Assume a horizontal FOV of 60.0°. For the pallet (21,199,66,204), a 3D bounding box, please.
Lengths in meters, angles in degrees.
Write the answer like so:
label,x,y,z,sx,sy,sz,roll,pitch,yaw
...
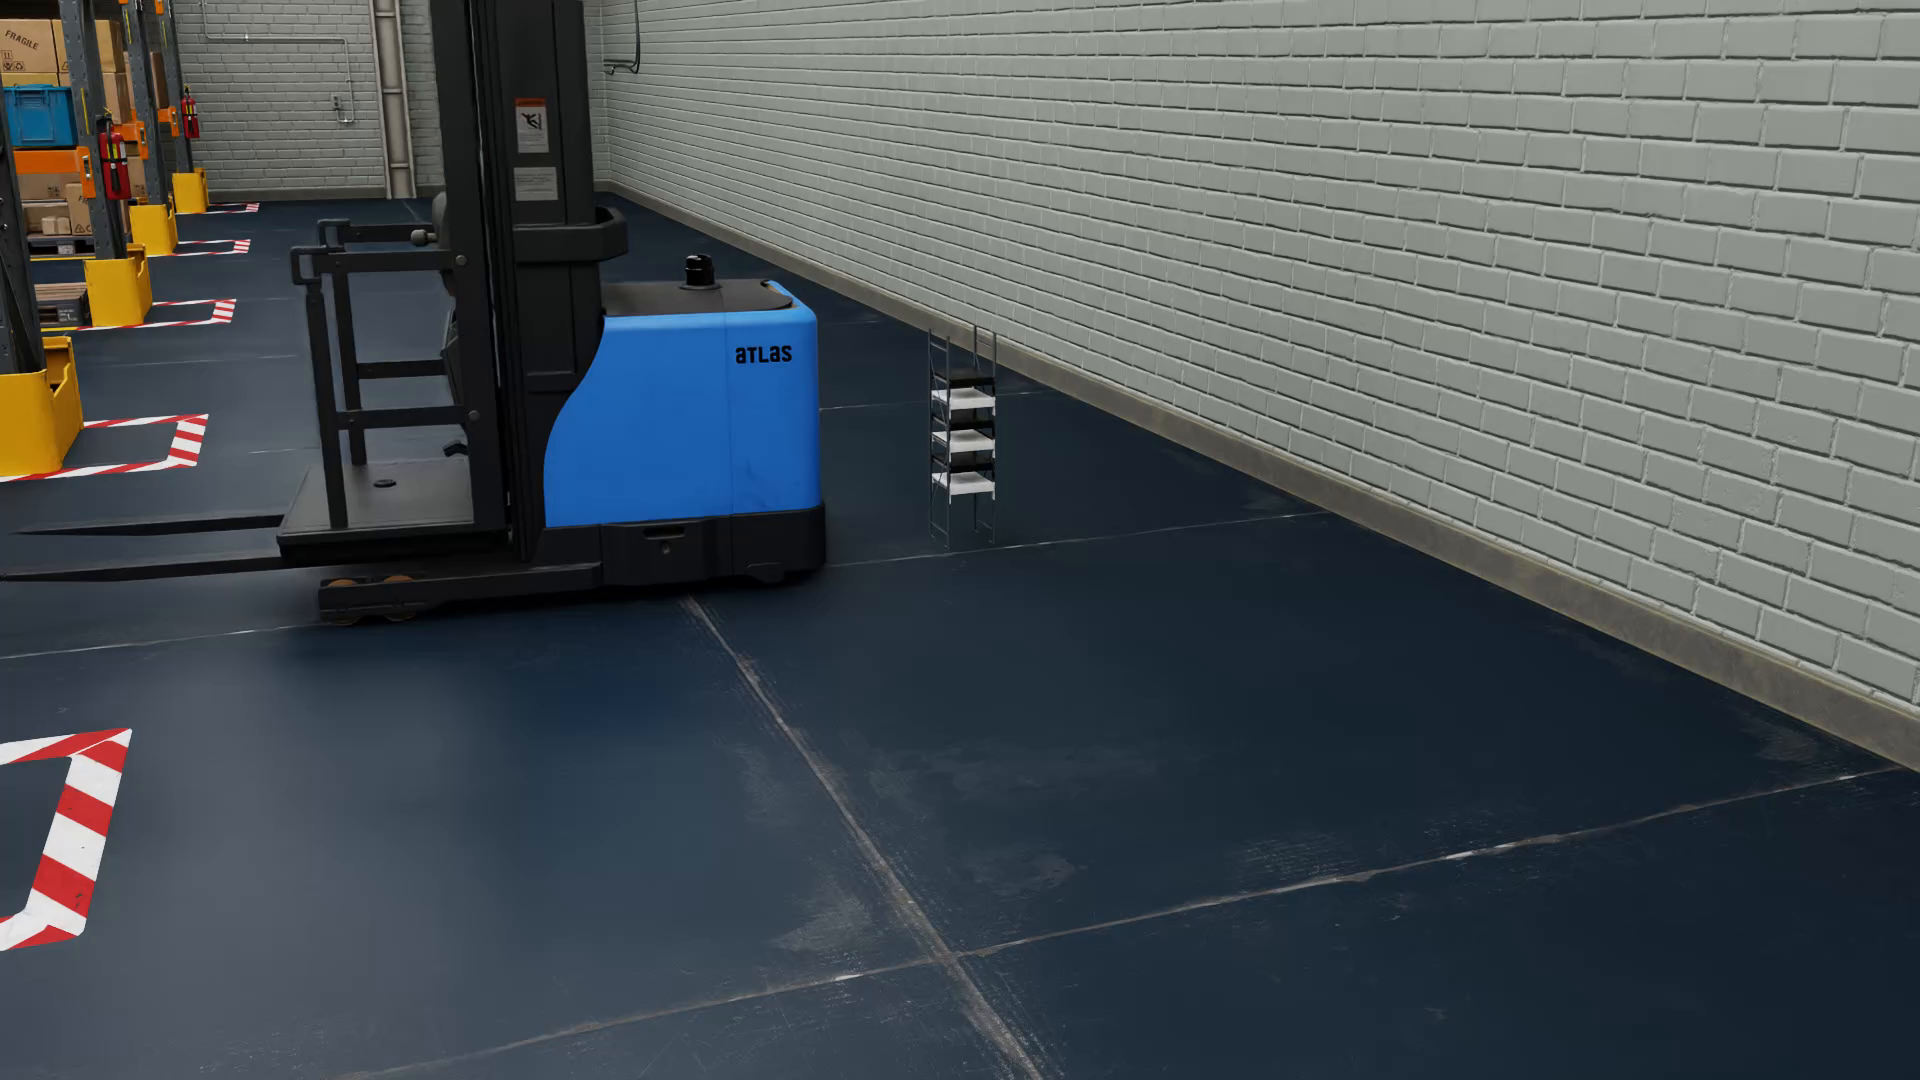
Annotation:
label,x,y,z,sx,sy,sz,roll,pitch,yaw
pallet,-12.028,-4.256,21.217,1.213,0.211,1.003,-6,17,-20

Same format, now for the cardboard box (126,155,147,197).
label,x,y,z,sx,sy,sz,roll,pitch,yaw
cardboard box,-10.790,-4.722,21.547,0.500,0.500,0.700,-6,17,-20

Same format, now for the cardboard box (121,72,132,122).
label,x,y,z,sx,sy,sz,roll,pitch,yaw
cardboard box,-8.905,-4.587,17.216,0.500,0.500,0.500,-6,17,-19

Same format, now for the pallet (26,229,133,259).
label,x,y,z,sx,sy,sz,roll,pitch,yaw
pallet,-9.211,-3.088,17.239,1.213,0.211,1.003,-6,17,-20

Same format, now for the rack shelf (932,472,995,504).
label,x,y,z,sx,sy,sz,roll,pitch,yaw
rack shelf,0.008,-0.228,7.034,0.200,0.077,0.258,-6,17,-20

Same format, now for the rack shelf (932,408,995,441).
label,x,y,z,sx,sy,sz,roll,pitch,yaw
rack shelf,0.008,-0.487,6.958,0.200,0.077,0.258,-6,17,-20

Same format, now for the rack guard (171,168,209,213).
label,x,y,z,sx,sy,sz,roll,pitch,yaw
rack guard,-10.150,-4.620,21.944,0.348,0.500,1.175,-6,17,-20

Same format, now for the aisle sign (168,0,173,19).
label,x,y,z,sx,sy,sz,roll,pitch,yaw
aisle sign,-9.997,-6.993,20.973,0.004,0.787,0.394,-6,17,-20

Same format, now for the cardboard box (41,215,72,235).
label,x,y,z,sx,sy,sz,roll,pitch,yaw
cardboard box,-9.226,-3.229,17.018,0.250,0.166,0.380,-6,17,-20

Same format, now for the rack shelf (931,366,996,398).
label,x,y,z,sx,sy,sz,roll,pitch,yaw
rack shelf,0.008,-0.660,6.908,0.200,0.077,0.258,-6,17,-20

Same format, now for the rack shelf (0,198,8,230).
label,x,y,z,sx,sy,sz,roll,pitch,yaw
rack shelf,-6.722,-1.361,7.684,4.000,0.370,1.077,-6,17,-20

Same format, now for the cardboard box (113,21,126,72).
label,x,y,z,sx,sy,sz,roll,pitch,yaw
cardboard box,-8.905,-5.066,17.076,0.500,0.500,0.500,-6,17,-18

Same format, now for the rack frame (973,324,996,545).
label,x,y,z,sx,sy,sz,roll,pitch,yaw
rack frame,0.103,-0.443,7.009,0.006,0.900,0.240,-6,17,-20

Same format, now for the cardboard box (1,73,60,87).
label,x,y,z,sx,sy,sz,roll,pitch,yaw
cardboard box,-9.200,-4.392,16.554,0.500,0.500,0.500,-6,17,-20

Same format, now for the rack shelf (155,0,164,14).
label,x,y,z,sx,sy,sz,roll,pitch,yaw
rack shelf,-12.040,-6.709,20.576,4.000,0.370,1.077,-6,17,-20

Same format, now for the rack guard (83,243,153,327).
label,x,y,z,sx,sy,sz,roll,pitch,yaw
rack guard,-6.609,-2.017,13.079,0.348,0.500,1.175,-6,17,-20

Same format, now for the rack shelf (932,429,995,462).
label,x,y,z,sx,sy,sz,roll,pitch,yaw
rack shelf,0.008,-0.401,6.984,0.200,0.077,0.258,-6,17,-20

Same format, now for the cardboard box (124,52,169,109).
label,x,y,z,sx,sy,sz,roll,pitch,yaw
cardboard box,-10.645,-5.907,21.357,0.700,0.700,0.980,-5,17,-18

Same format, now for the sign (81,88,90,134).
label,x,y,z,sx,sy,sz,roll,pitch,yaw
sign,-6.415,-3.146,12.197,0.005,0.325,0.100,-6,17,-20

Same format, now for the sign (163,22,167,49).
label,x,y,z,sx,sy,sz,roll,pitch,yaw
sign,-9.991,-6.342,20.896,0.005,0.325,0.100,-6,17,-20

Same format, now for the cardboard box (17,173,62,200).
label,x,y,z,sx,sy,sz,roll,pitch,yaw
cardboard box,-11.727,-4.621,21.202,0.500,0.500,0.700,-7,18,-22

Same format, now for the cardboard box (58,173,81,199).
label,x,y,z,sx,sy,sz,roll,pitch,yaw
cardboard box,-11.257,-4.672,21.375,0.500,0.500,0.700,-6,17,-20

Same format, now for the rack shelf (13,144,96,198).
label,x,y,z,sx,sy,sz,roll,pitch,yaw
rack shelf,-8.495,-2.664,12.122,4.000,0.370,1.077,-6,17,-20

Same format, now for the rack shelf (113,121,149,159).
label,x,y,z,sx,sy,sz,roll,pitch,yaw
rack shelf,-10.264,-3.967,16.561,4.000,0.370,1.077,-6,17,-20

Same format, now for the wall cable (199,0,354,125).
label,x,y,z,sx,sy,sz,roll,pitch,yaw
wall cable,-9.315,-6.683,22.728,1.851,1.984,0.084,-6,17,-20

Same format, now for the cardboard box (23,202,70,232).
label,x,y,z,sx,sy,sz,roll,pitch,yaw
cardboard box,-9.472,-3.375,17.368,0.500,0.250,0.500,-6,17,-20

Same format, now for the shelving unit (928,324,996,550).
label,x,y,z,sx,sy,sz,roll,pitch,yaw
shelving unit,0.008,-0.433,6.974,0.210,0.900,0.258,-6,17,-20

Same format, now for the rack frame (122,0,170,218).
label,x,y,z,sx,sy,sz,roll,pitch,yaw
rack frame,-8.396,-4.514,17.147,0.127,3.000,1.000,-6,17,-20

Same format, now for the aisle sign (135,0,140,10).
label,x,y,z,sx,sy,sz,roll,pitch,yaw
aisle sign,-8.223,-5.688,16.529,0.004,0.787,0.394,-6,17,-20

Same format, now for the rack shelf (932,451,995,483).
label,x,y,z,sx,sy,sz,roll,pitch,yaw
rack shelf,0.008,-0.314,7.009,0.200,0.077,0.258,-6,17,-20

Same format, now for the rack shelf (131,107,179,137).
label,x,y,z,sx,sy,sz,roll,pitch,yaw
rack shelf,-12.040,-5.270,20.998,4.000,0.370,1.077,-6,17,-20

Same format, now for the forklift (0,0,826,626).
label,x,y,z,sx,sy,sz,roll,pitch,yaw
forklift,-2.101,-1.259,6.184,3.031,2.935,1.130,-4,17,-15

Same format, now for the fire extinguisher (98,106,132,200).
label,x,y,z,sx,sy,sz,roll,pitch,yaw
fire extinguisher,-6.324,-2.890,12.415,0.183,0.674,0.296,-6,17,-20

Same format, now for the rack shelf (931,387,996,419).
label,x,y,z,sx,sy,sz,roll,pitch,yaw
rack shelf,0.008,-0.573,6.933,0.200,0.077,0.258,-6,17,-20

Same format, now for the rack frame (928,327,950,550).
label,x,y,z,sx,sy,sz,roll,pitch,yaw
rack frame,-0.087,-0.422,6.939,0.006,0.900,0.240,-6,17,-20

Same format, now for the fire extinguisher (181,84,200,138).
label,x,y,z,sx,sy,sz,roll,pitch,yaw
fire extinguisher,-9.866,-5.495,21.285,0.183,0.674,0.296,-6,17,-20

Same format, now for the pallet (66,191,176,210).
label,x,y,z,sx,sy,sz,roll,pitch,yaw
pallet,-10.891,-4.378,21.632,1.213,0.211,1.003,-6,17,-20

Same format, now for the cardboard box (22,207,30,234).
label,x,y,z,sx,sy,sz,roll,pitch,yaw
cardboard box,-9.713,-3.198,16.765,0.500,0.250,0.500,-6,17,-20

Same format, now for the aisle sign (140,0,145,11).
label,x,y,z,sx,sy,sz,roll,pitch,yaw
aisle sign,-8.437,-5.846,17.067,0.004,0.787,0.394,-6,17,-20

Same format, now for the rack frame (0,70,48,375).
label,x,y,z,sx,sy,sz,roll,pitch,yaw
rack frame,-4.855,-1.907,8.270,0.127,3.000,1.000,-6,17,-20

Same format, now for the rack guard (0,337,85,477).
label,x,y,z,sx,sy,sz,roll,pitch,yaw
rack guard,-4.832,-0.710,8.630,0.348,0.500,1.175,-6,17,-20

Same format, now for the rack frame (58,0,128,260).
label,x,y,z,sx,sy,sz,roll,pitch,yaw
rack frame,-6.627,-3.210,12.707,0.127,3.000,1.000,-6,17,-20

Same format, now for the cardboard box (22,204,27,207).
label,x,y,z,sx,sy,sz,roll,pitch,yaw
cardboard box,-9.939,-3.325,17.196,0.500,0.250,0.500,-6,17,-20

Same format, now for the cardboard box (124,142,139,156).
label,x,y,z,sx,sy,sz,roll,pitch,yaw
cardboard box,-10.745,-5.099,21.677,0.250,0.149,0.380,-6,17,-20

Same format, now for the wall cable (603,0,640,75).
label,x,y,z,sx,sy,sz,roll,pitch,yaw
wall cable,-4.763,-7.682,22.797,0.112,2.526,3.097,-6,17,-20

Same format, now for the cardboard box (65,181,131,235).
label,x,y,z,sx,sy,sz,roll,pitch,yaw
cardboard box,-8.816,-3.406,17.029,0.500,0.500,0.500,-6,17,-20

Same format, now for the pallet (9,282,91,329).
label,x,y,z,sx,sy,sz,roll,pitch,yaw
pallet,-7.411,-1.800,12.852,1.213,0.211,1.003,-6,17,-20

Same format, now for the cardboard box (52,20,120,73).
label,x,y,z,sx,sy,sz,roll,pitch,yaw
cardboard box,-8.713,-4.925,16.592,0.500,0.500,0.500,-6,18,-21

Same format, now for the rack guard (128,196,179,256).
label,x,y,z,sx,sy,sz,roll,pitch,yaw
rack guard,-8.467,-3.307,17.473,0.348,0.500,1.175,-6,17,-20

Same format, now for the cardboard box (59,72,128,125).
label,x,y,z,sx,sy,sz,roll,pitch,yaw
cardboard box,-8.717,-4.445,16.735,0.500,0.500,0.500,-6,17,-18

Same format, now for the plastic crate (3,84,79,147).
label,x,y,z,sx,sy,sz,roll,pitch,yaw
plastic crate,-6.873,-3.173,12.412,0.499,0.435,0.616,-6,17,-20

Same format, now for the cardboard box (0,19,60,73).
label,x,y,z,sx,sy,sz,roll,pitch,yaw
cardboard box,-9.185,-4.873,16.418,0.500,0.500,0.500,-6,17,-19

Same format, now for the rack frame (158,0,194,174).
label,x,y,z,sx,sy,sz,roll,pitch,yaw
rack frame,-10.172,-5.817,21.584,0.127,3.000,1.000,-6,17,-20

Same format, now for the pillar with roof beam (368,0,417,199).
label,x,y,z,sx,sy,sz,roll,pitch,yaw
pillar with roof beam,-6.420,-8.063,18.583,0.400,9.000,9.100,-6,17,-20

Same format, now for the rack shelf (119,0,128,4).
label,x,y,z,sx,sy,sz,roll,pitch,yaw
rack shelf,-10.264,-5.407,16.139,4.000,0.370,1.077,-6,17,-20

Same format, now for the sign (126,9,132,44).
label,x,y,z,sx,sy,sz,roll,pitch,yaw
sign,-8.216,-5.073,16.435,0.005,0.325,0.100,-6,17,-20
